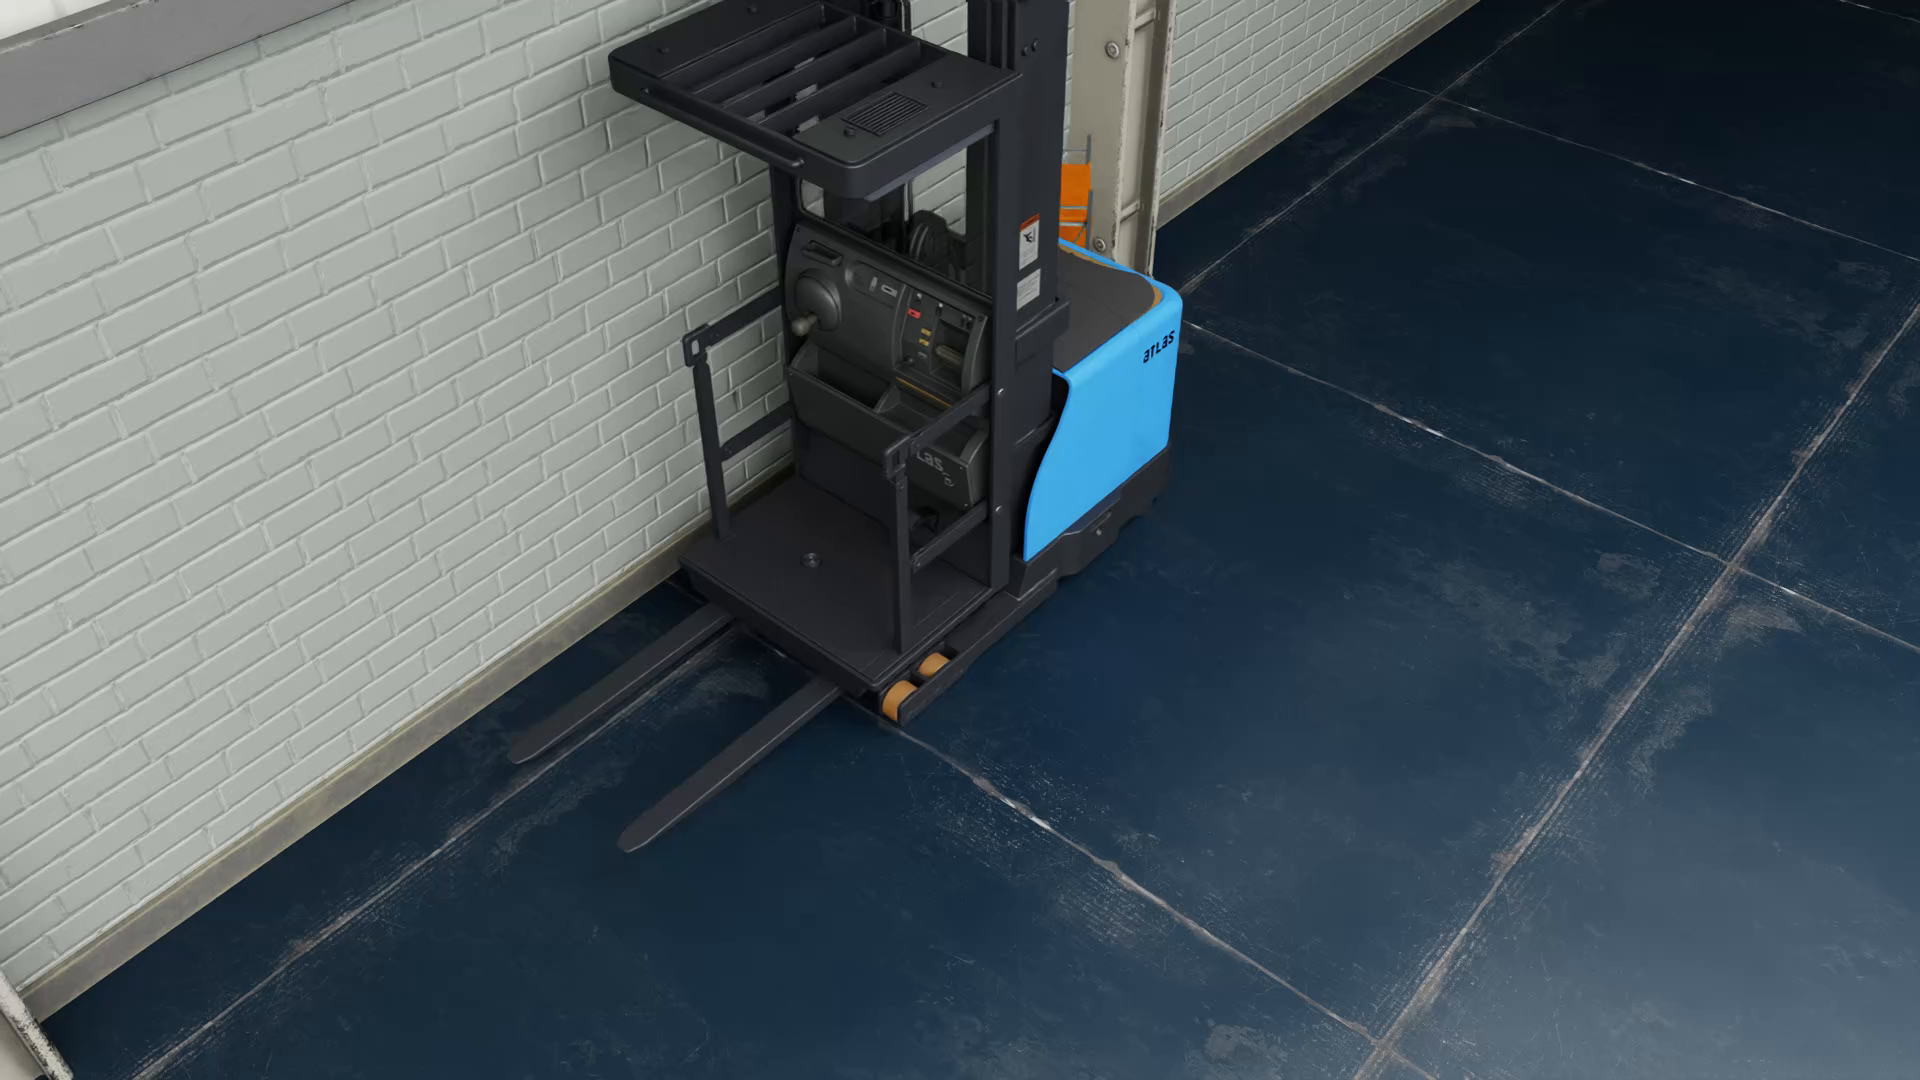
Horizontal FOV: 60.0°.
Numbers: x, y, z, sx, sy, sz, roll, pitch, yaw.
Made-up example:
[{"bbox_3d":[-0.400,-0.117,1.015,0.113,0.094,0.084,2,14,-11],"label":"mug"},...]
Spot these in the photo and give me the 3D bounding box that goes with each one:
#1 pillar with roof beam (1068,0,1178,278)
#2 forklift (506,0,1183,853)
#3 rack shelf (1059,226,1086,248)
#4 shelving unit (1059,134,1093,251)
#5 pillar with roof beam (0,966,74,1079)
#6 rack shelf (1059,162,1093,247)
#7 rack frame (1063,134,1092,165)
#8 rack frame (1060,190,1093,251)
[{"bbox_3d":[4.063,-2.794,3.634,9.100,9.000,0.400,29,50,28],"label":"pillar with roof beam"},{"bbox_3d":[-0.416,-0.759,5.906,1.130,2.935,3.031,30,50,29],"label":"forklift"},{"bbox_3d":[0.461,-1.332,7.590,0.258,0.148,0.480,2,42,2],"label":"rack shelf"},{"bbox_3d":[0.461,-1.216,7.696,0.258,1.200,0.503,2,42,2],"label":"shelving unit"},{"bbox_3d":[0.201,0.296,0.236,9.100,9.000,0.400,29,50,28],"label":"pillar with roof beam"},{"bbox_3d":[0.461,-1.507,7.431,0.258,0.148,0.480,2,42,2],"label":"rack shelf"},{"bbox_3d":[0.472,-1.380,7.876,0.240,1.200,0.015,2,42,2],"label":"rack frame"},{"bbox_3d":[0.450,-1.052,7.515,0.240,1.200,0.015,2,42,2],"label":"rack frame"}]
